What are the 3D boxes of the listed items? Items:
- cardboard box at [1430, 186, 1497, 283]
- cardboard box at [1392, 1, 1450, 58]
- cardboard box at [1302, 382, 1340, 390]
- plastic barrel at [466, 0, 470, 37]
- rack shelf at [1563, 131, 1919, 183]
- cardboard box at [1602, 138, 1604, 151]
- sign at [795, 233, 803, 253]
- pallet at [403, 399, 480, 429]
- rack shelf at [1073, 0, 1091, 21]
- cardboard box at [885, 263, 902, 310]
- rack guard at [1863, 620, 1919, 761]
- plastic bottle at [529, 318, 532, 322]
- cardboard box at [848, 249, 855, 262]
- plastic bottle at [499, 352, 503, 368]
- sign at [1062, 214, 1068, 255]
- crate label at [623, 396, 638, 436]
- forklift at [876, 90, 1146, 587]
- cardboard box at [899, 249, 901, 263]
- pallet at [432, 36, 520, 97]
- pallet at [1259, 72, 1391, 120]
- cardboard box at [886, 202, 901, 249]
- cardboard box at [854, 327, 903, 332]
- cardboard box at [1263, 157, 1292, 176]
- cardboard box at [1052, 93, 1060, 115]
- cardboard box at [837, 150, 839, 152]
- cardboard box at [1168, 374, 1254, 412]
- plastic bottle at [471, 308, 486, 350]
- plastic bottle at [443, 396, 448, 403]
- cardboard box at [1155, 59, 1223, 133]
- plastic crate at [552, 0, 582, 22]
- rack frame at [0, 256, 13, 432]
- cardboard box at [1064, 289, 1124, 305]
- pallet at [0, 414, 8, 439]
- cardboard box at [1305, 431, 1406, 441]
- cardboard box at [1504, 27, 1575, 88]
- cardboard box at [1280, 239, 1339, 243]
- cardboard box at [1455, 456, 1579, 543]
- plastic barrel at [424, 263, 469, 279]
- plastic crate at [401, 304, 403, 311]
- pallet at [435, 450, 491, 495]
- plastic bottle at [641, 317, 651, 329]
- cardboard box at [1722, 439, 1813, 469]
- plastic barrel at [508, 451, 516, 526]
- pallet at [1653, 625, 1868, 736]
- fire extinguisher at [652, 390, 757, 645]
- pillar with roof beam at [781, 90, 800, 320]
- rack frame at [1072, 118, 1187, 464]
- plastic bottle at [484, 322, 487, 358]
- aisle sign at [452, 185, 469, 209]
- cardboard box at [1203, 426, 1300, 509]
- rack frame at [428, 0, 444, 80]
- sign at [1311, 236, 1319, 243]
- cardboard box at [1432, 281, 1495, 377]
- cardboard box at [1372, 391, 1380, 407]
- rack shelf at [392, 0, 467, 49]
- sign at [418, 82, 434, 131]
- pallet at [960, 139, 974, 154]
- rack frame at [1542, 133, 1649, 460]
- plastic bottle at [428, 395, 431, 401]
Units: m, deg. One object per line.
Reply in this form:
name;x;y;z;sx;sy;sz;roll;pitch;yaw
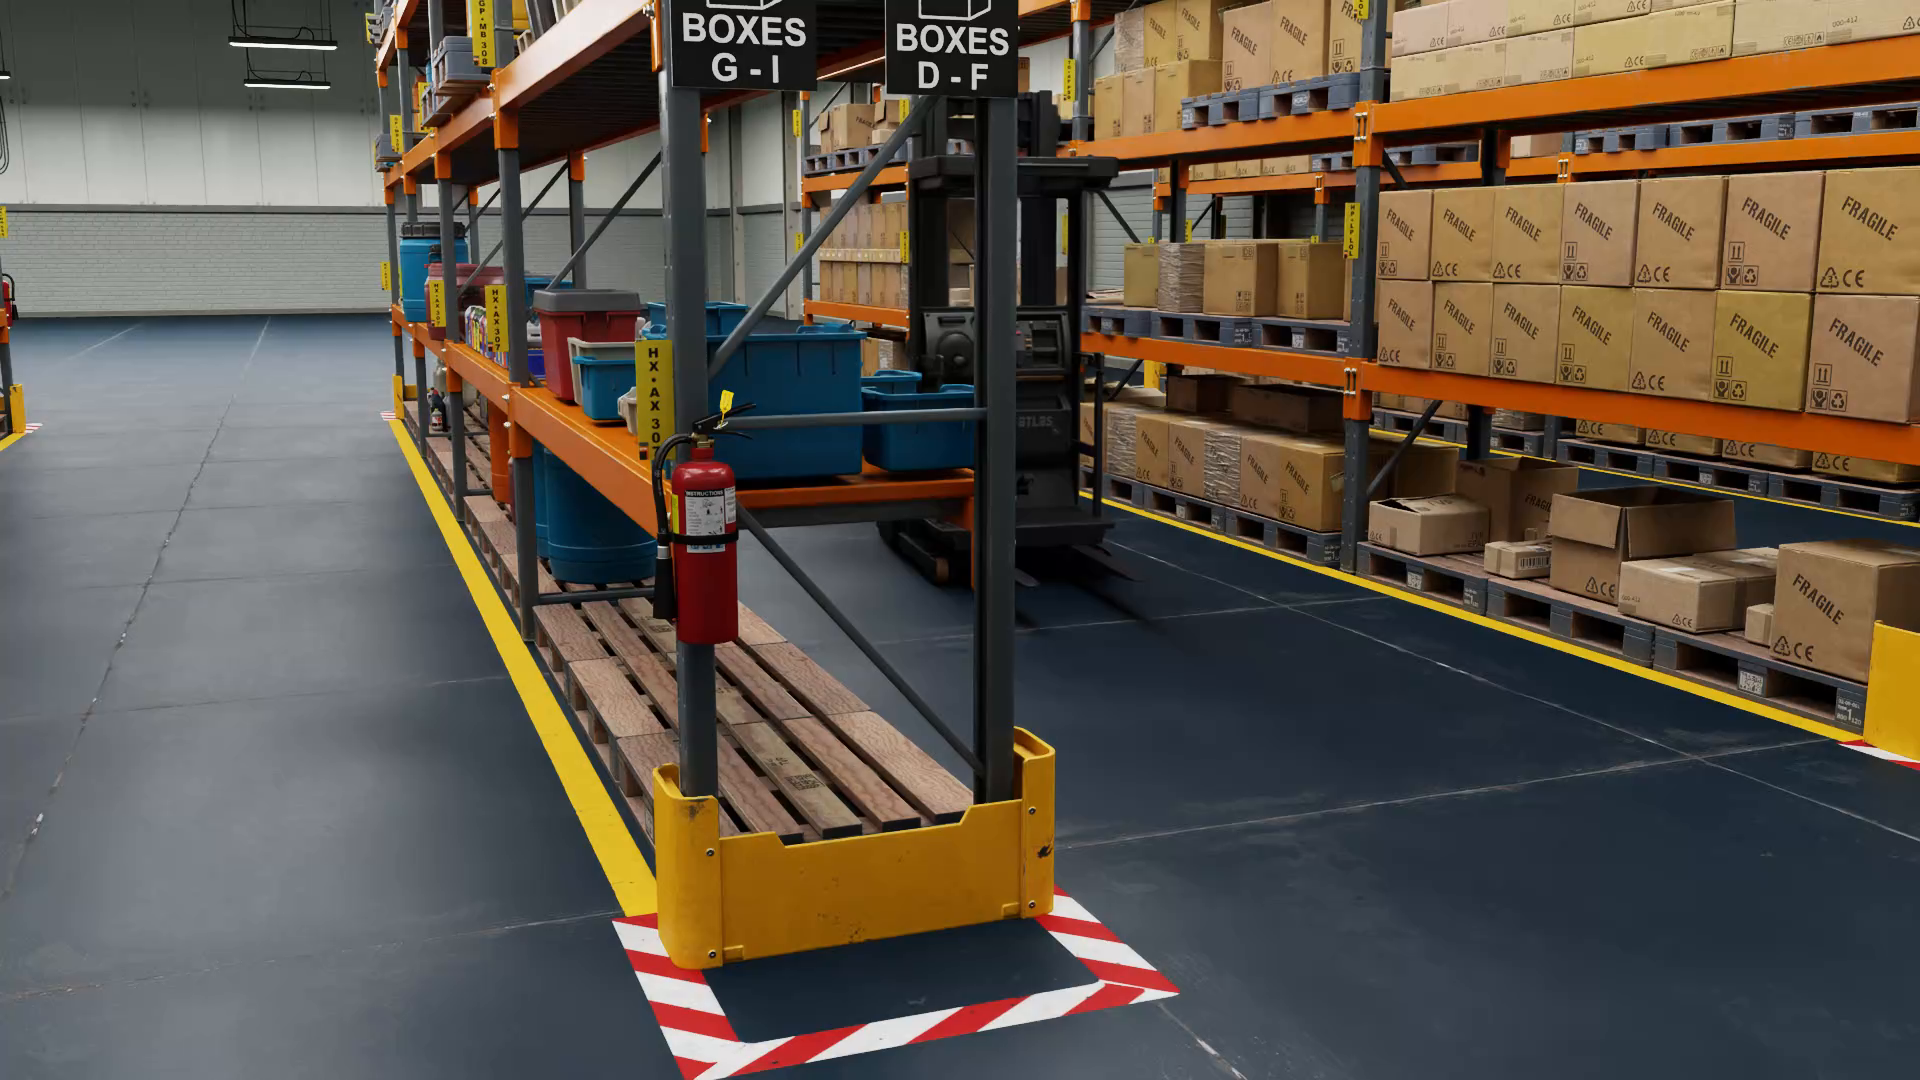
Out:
cardboard box;2.942;-1.667;9.087;0.500;0.500;0.500;-4;11;-23
cardboard box;2.790;-2.859;9.361;0.500;0.250;0.500;-4;11;-21
cardboard box;4.341;-1.832;19.991;0.380;0.166;0.250;-6;11;-28
plastic barrel;-3.019;-3.446;11.237;0.600;0.830;0.708;-4;11;-21
rack shelf;6.737;-3.069;13.595;1.077;0.370;4.000;-4;11;-21
cardboard box;5.965;-3.940;16.100;0.500;0.500;0.500;-4;11;-21
sign;-2.022;-3.694;20.925;0.100;0.325;0.005;-4;11;-21
pallet;-5.760;-1.434;18.881;1.003;0.211;1.213;-4;11;-21
rack shelf;2.121;-4.034;11.597;1.077;0.370;4.000;-4;11;-21
cardboard box;-0.417;-2.817;18.408;0.700;0.500;0.500;-4;11;-21
rack guard;4.268;0.567;6.807;1.175;0.500;0.348;-4;11;-21
plastic bottle;-2.555;-1.184;9.879;0.097;0.271;0.097;0;10;0
cardboard box;-1.093;-3.344;19.517;0.380;0.149;0.250;-4;11;-22
plastic bottle;-2.580;-1.137;9.604;0.152;0.276;0.135;-4;11;-21
sign;0.880;-2.492;13.557;0.100;0.325;0.005;-4;11;-21
crate label;-1.002;-0.451;5.974;0.396;0.136;0.243;-4;11;-21
forklift;0.290;-1.252;10.091;1.130;2.935;3.031;-3;10;-15
cardboard box;-0.439;-3.050;17.865;0.380;0.149;0.250;-4;11;-22
pallet;-2.147;-2.496;8.864;1.213;0.211;1.003;-4;11;-21
pallet;2.675;-2.800;10.566;1.213;0.211;1.003;-4;11;-21
cardboard box;-0.404;-3.453;18.276;0.700;0.500;0.500;-4;11;-21
cardboard box;-1.031;-2.417;20.953;0.500;0.500;0.500;-4;11;-21
cardboard box;3.978;-4.611;19.871;0.500;0.500;0.500;-5;11;-26
cardboard box;0.973;-3.722;14.444;0.500;0.250;0.500;-4;11;-19
cardboard box;-1.241;-4.689;19.768;0.380;0.149;0.250;-4;11;-21
cardboard box;1.978;-1.166;13.150;0.500;0.250;0.500;-3;11;-19
plastic bottle;-3.199;-1.416;11.170;0.152;0.276;0.135;-4;11;-21
plastic bottle;-5.114;-1.304;16.706;0.152;0.276;0.135;-4;11;-21
cardboard box;1.959;-3.246;12.255;0.910;0.500;0.500;-4;11;-21
plastic crate;-1.303;-2.006;6.323;0.437;0.136;0.530;-4;11;-21
rack frame;-10.737;-2.635;17.670;1.000;3.000;0.127;-4;11;-21
cardboard box;1.253;-2.072;14.757;0.500;0.311;0.500;-4;11;-22
pallet;-10.448;-1.115;17.086;1.003;0.211;1.213;-4;11;-21
cardboard box;2.694;-0.471;11.386;0.500;0.500;0.500;-4;11;-20
cardboard box;3.149;-2.449;8.485;0.500;0.250;0.500;-4;11;-21
cardboard box;4.103;-3.288;19.570;0.500;0.500;0.500;-4;11;-21
cardboard box;3.317;-0.215;9.948;0.500;0.500;0.500;-4;11;-21
plastic barrel;-4.529;-2.193;14.798;0.433;0.535;0.433;0;10;0
plastic crate;-5.496;-2.416;17.189;0.530;0.136;0.437;-4;11;-21
pallet;-3.905;-0.599;14.182;1.003;0.211;1.213;-4;11;-21
plastic bottle;-1.829;-1.165;9.739;0.061;0.283;0.133;-4;11;-21
cardboard box;6.780;-1.011;13.476;0.750;0.750;0.750;-4;11;-19
plastic barrel;-2.619;-0.400;10.791;0.600;0.588;0.708;-4;11;-21
pallet;3.978;0.579;7.564;1.003;0.211;1.213;-4;11;-21
fire extinguisher;-0.692;-0.063;4.494;0.296;0.674;0.183;-4;11;-21
pillar with roof beam;-8.537;-10.117;42.599;9.100;9.000;0.548;-4;11;-21
rack frame;1.396;-1.957;13.860;1.000;3.000;0.127;-4;11;-21
plastic bottle;-2.931;-1.280;10.419;0.097;0.271;0.097;0;10;0
aisle sign;-5.870;-4.260;19.381;0.394;0.787;0.004;-4;11;-21
cardboard box;2.047;-0.516;11.637;0.500;0.500;0.500;-4;11;-20
rack frame;-3.222;-4.597;11.570;1.000;3.000;0.127;-4;11;-21
sign;4.059;-3.316;19.024;0.100;0.325;0.005;-4;11;-21
cardboard box;2.965;-1.170;9.147;0.500;0.500;0.500;-4;11;-20
cardboard box;4.845;-1.792;18.812;0.700;0.500;0.500;-4;11;-19
rack shelf;-3.947;-4.373;13.504;1.077;0.370;4.000;-4;11;-21
sign;-3.732;-3.033;11.639;0.100;0.325;0.005;-4;11;-21
pallet;0.659;-3.629;15.229;1.003;0.211;1.213;-3;11;-18
rack frame;6.012;-2.272;15.630;1.000;3.000;0.127;-4;11;-21
plastic bottle;-5.341;-1.318;16.764;0.061;0.283;0.133;-3;11;-17
